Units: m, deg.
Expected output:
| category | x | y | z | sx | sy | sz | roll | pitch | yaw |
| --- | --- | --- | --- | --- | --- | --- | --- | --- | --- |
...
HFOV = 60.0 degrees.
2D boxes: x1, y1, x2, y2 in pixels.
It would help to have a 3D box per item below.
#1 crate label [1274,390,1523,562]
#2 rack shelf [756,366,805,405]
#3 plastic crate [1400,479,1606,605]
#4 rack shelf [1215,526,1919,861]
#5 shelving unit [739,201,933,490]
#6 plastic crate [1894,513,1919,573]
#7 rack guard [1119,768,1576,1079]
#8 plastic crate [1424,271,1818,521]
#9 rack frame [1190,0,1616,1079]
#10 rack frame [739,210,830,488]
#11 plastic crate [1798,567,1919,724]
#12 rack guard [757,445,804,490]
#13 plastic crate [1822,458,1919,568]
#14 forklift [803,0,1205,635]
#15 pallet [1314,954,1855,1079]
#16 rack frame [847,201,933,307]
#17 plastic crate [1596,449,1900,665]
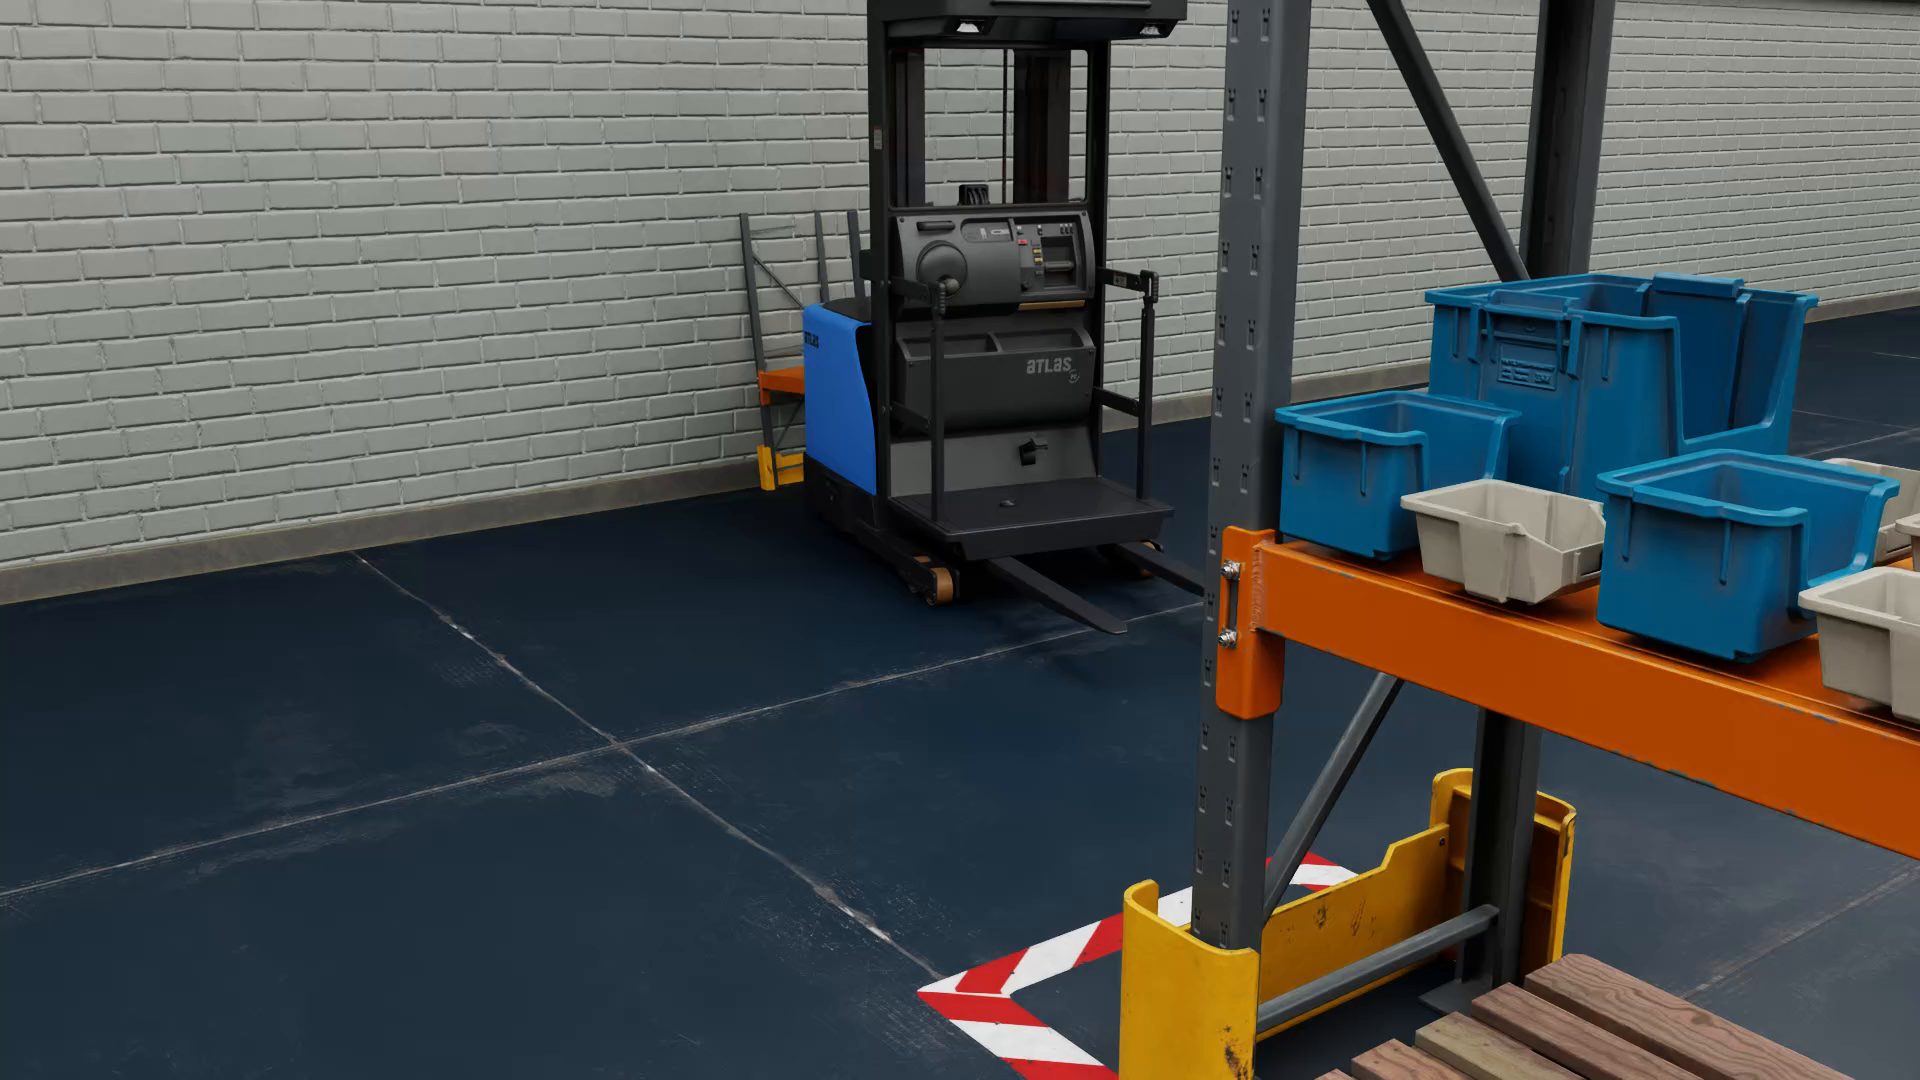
| category | x | y | z | sx | sy | sz | roll | pitch | yaw |
| --- | --- | --- | --- | --- | --- | --- | --- | --- | --- |
| crate label | 0.793 | -0.120 | 3.037 | 0.416 | 0.233 | 0.303 | -11 | 19 | -35 |
| rack shelf | -0.575 | -0.802 | 8.730 | 0.538 | 0.185 | 1.000 | -16 | 18 | -36 |
| plastic crate | 0.915 | 0.008 | 2.752 | 0.250 | 0.136 | 0.298 | -11 | 19 | -35 |
| rack shelf | 2.090 | 0.498 | 1.937 | 1.077 | 0.370 | 4.000 | -11 | 19 | -35 |
| shelving unit | -0.595 | -0.977 | 8.693 | 0.587 | 1.500 | 1.083 | -16 | 18 | -36 |
| plastic crate | 1.699 | 0.033 | 2.661 | 0.396 | 0.136 | 0.243 | -11 | 19 | -35 |
| rack guard | 0.890 | 0.927 | 3.743 | 1.175 | 0.500 | 0.348 | -11 | 19 | -35 |
| plastic crate | 1.262 | -0.279 | 3.234 | 0.616 | 0.435 | 0.499 | -11 | 19 | -35 |
| rack frame | 0.914 | -0.276 | 3.402 | 1.000 | 3.000 | 0.127 | -11 | 19 | -35 |
| rack frame | -0.903 | -1.050 | 9.079 | 0.500 | 1.500 | 0.032 | -16 | 18 | -36 |
| plastic crate | 1.314 | 0.152 | 2.223 | 0.250 | 0.136 | 0.298 | -11 | 19 | -35 |
| rack guard | -0.850 | -0.447 | 9.233 | 0.587 | 0.250 | 0.087 | -16 | 18 | -36 |
| plastic crate | 1.540 | -0.032 | 2.895 | 0.396 | 0.136 | 0.243 | -11 | 19 | -35 |
| forklift | 0.252 | -1.263 | 7.137 | 1.130 | 2.935 | 3.031 | -7 | 17 | -23 |
| pallet | 1.368 | 1.251 | 3.105 | 1.003 | 0.211 | 1.213 | -11 | 19 | -35 |
| rack frame | -0.277 | -0.902 | 8.292 | 0.500 | 1.500 | 0.032 | -16 | 18 | -36 |
| plastic crate | 1.180 | 0.020 | 2.523 | 0.416 | 0.233 | 0.300 | -11 | 19 | -35 |
